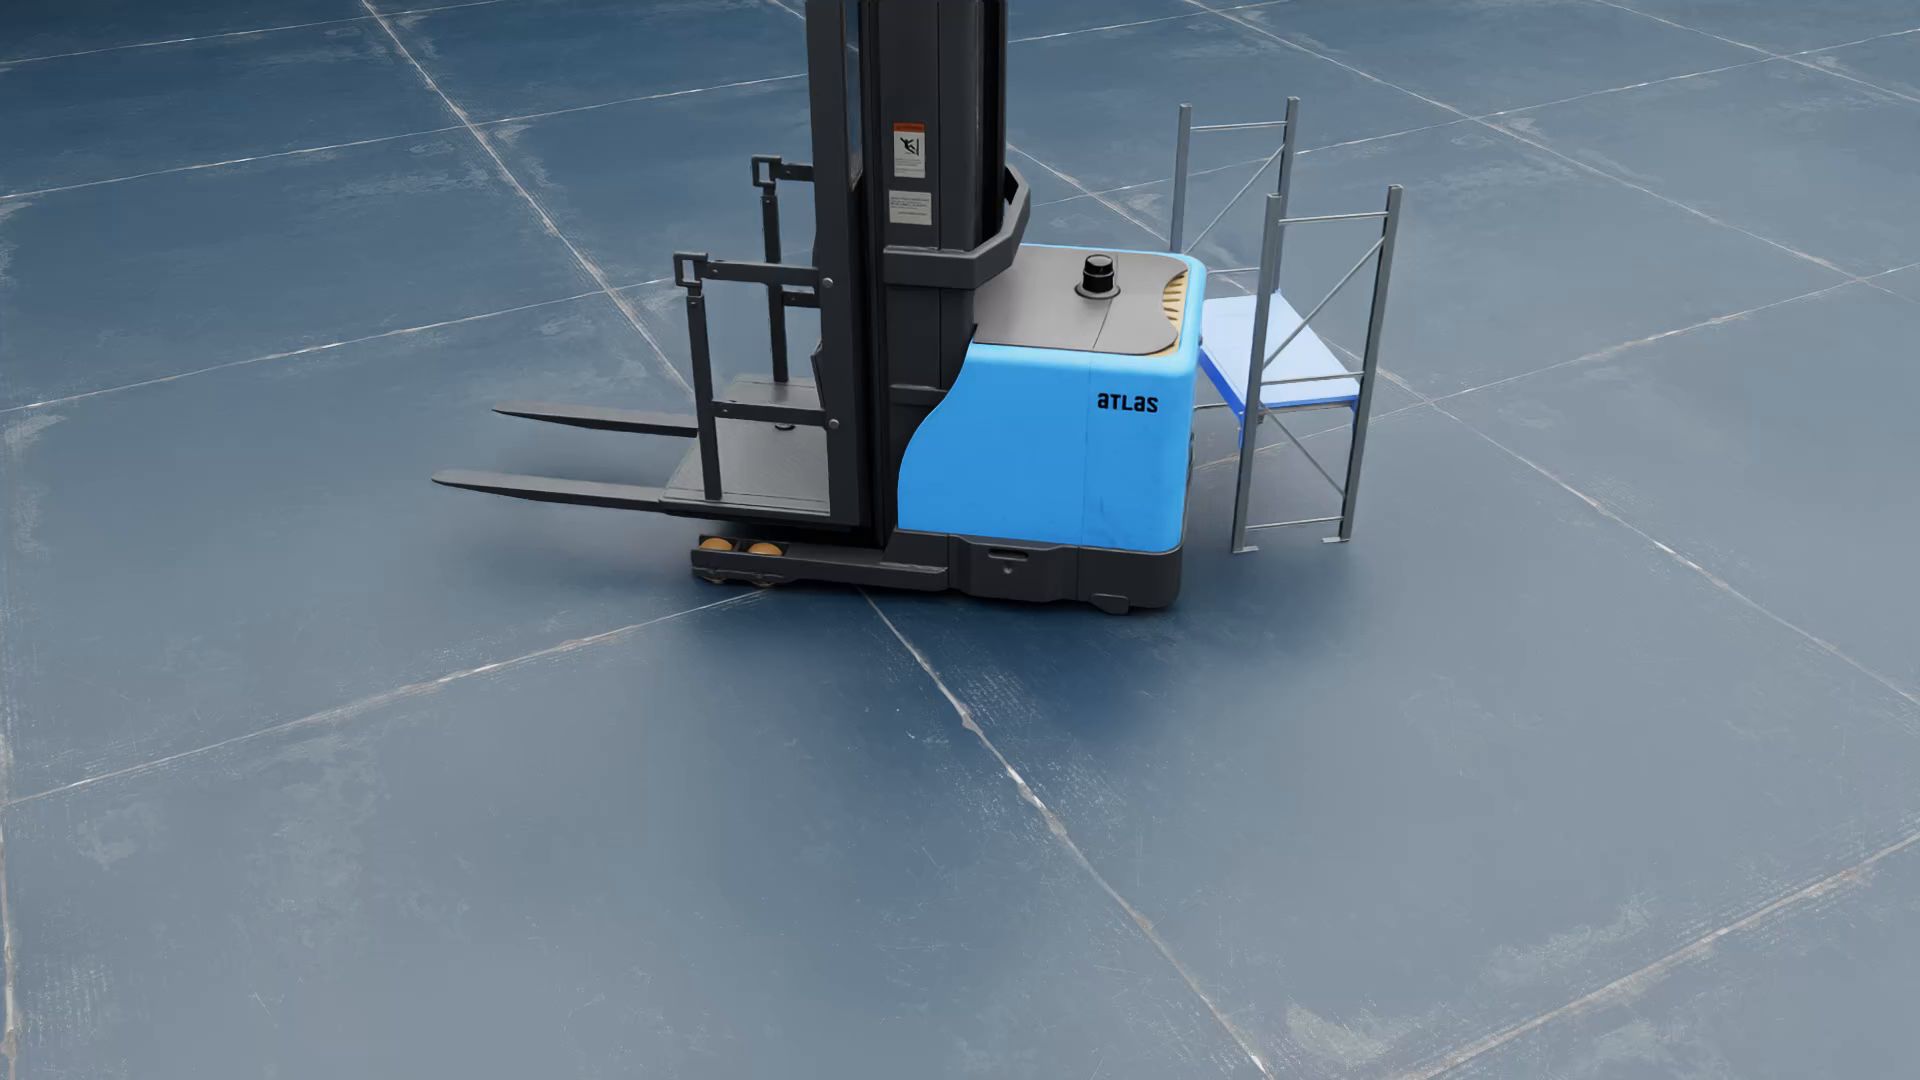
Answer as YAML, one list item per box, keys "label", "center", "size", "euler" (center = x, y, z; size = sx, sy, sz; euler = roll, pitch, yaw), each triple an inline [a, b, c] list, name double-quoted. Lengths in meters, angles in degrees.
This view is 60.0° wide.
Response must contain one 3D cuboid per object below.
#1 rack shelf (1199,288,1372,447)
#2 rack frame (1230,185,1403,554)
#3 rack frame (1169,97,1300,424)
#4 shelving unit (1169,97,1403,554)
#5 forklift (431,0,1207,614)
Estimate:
- label: "rack shelf"
  center: [1.235, -0.726, 6.826]
  size: [0.538, 0.185, 1.000]
  euler: [-6, 33, -9]
- label: "rack frame"
  center: [1.334, -0.608, 6.309]
  size: [0.500, 1.500, 0.032]
  euler: [-6, 33, -9]
- label: "rack frame"
  center: [1.136, -1.146, 7.149]
  size: [0.500, 1.500, 0.032]
  euler: [-6, 33, -9]
- label: "shelving unit"
  center: [1.235, -0.877, 6.729]
  size: [0.538, 1.500, 1.048]
  euler: [-6, 33, -9]
- label: "forklift"
  center: [-0.592, -1.329, 6.107]
  size: [3.031, 2.935, 1.130]
  euler: [5, 33, 8]
